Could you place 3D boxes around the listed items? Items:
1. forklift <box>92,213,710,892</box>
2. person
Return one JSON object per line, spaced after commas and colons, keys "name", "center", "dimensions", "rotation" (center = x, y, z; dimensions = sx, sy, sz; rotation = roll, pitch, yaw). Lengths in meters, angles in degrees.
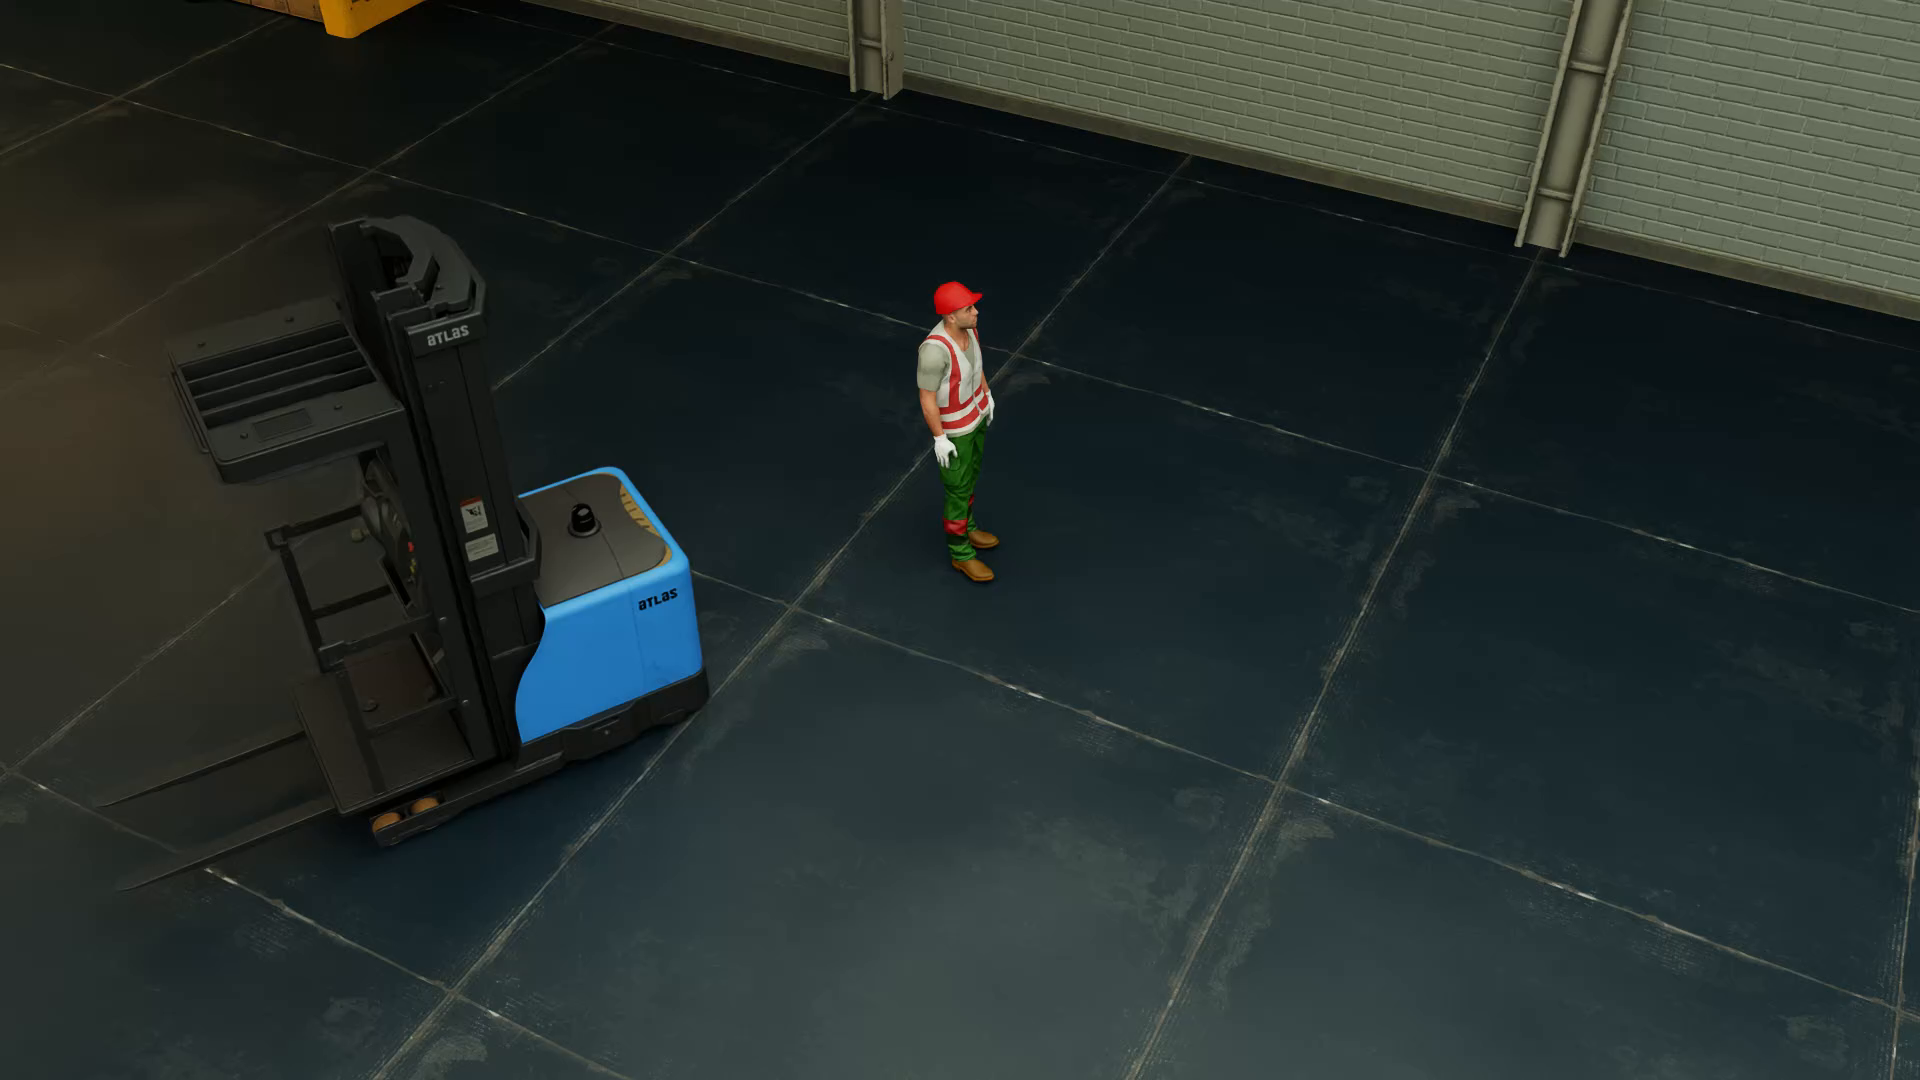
{"name": "forklift", "center": [-2.901, 0.034, 7.947], "dimensions": [3.031, 2.935, 1.130], "rotation": [-21, 45, -23]}
{"name": "person", "center": [0.067, -0.660, 9.645], "dimensions": [0.562, 1.789, 0.638], "rotation": [18, 43, 21]}
